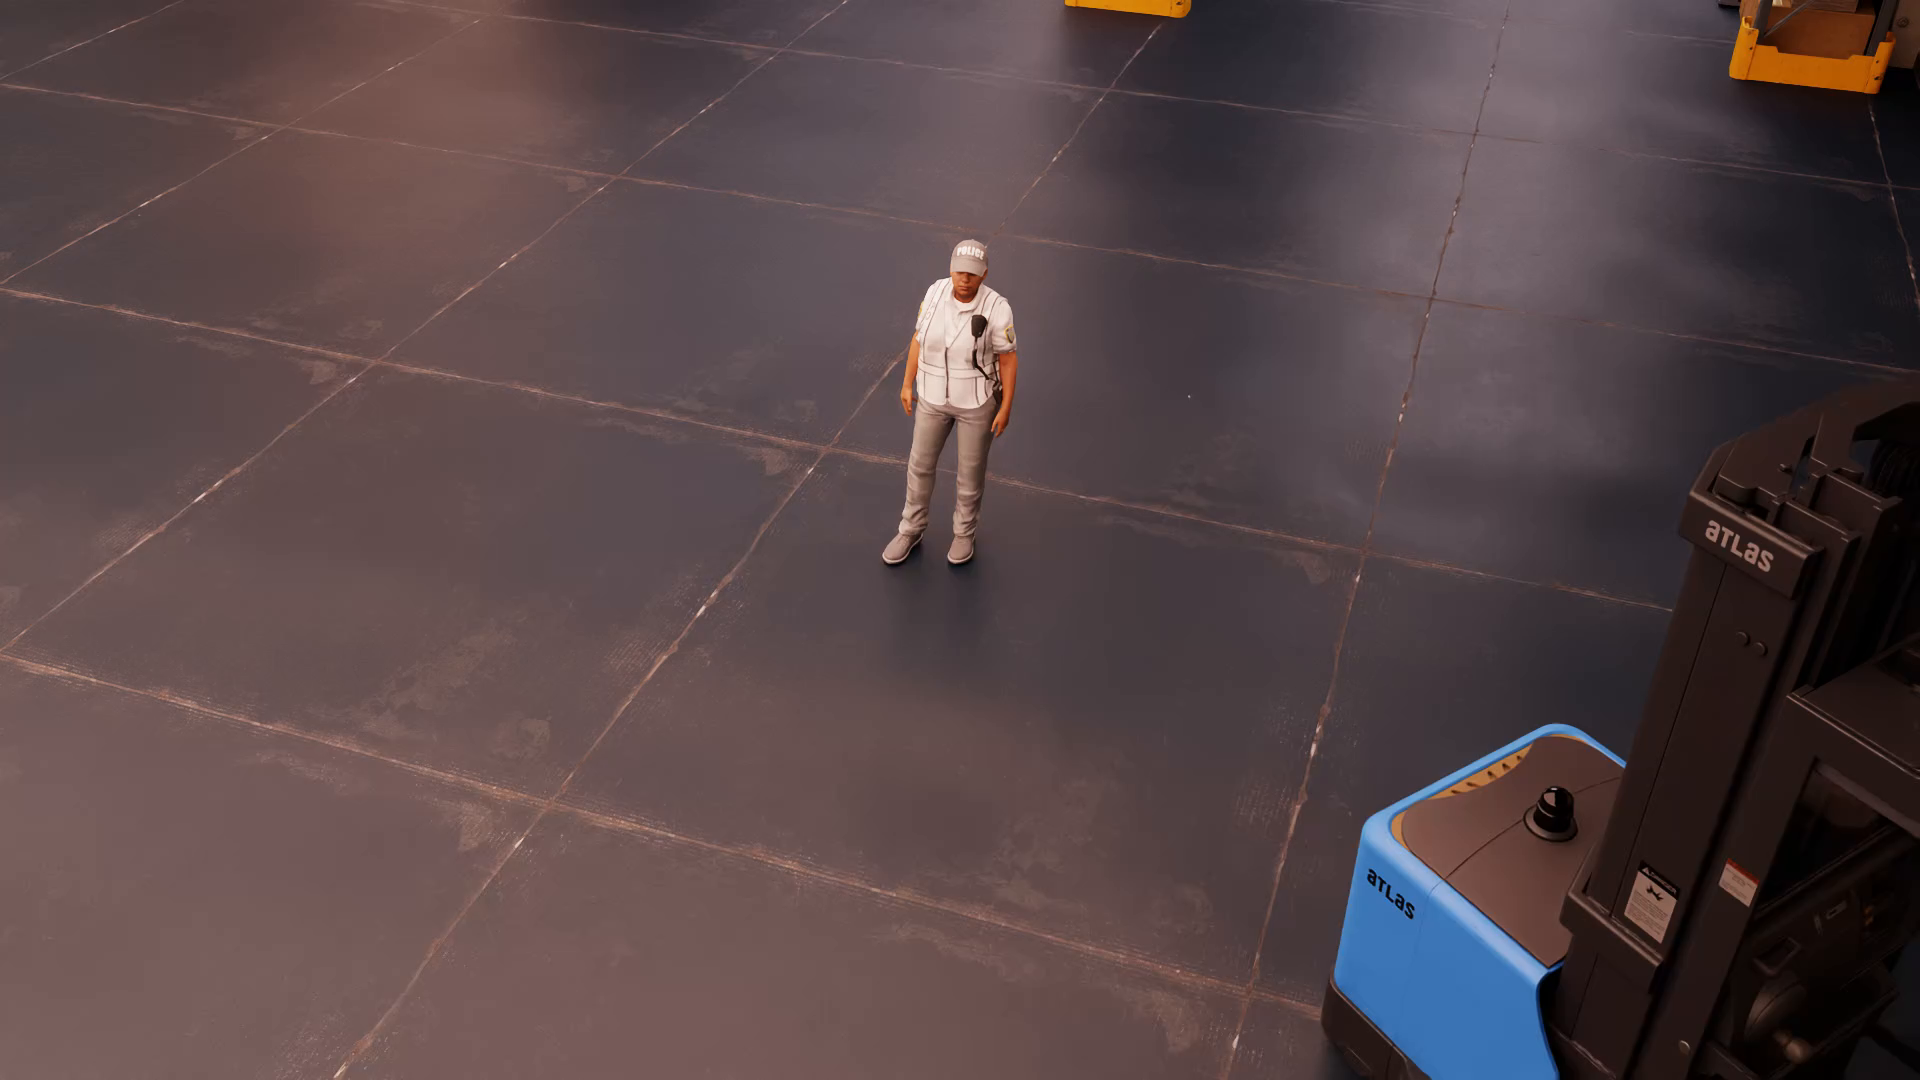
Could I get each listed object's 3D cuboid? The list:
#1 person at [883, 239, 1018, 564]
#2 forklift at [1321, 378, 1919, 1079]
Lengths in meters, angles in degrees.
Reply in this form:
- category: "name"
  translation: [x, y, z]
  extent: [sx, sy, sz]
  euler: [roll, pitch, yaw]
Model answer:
- category: "person"
  translation: [-0.047, -0.647, 8.104]
  extent: [0.599, 1.670, 0.525]
  euler: [12, 37, 16]
- category: "forklift"
  translation: [2.528, 1.176, 4.452]
  extent: [1.130, 2.935, 3.031]
  euler: [-20, 40, -26]
